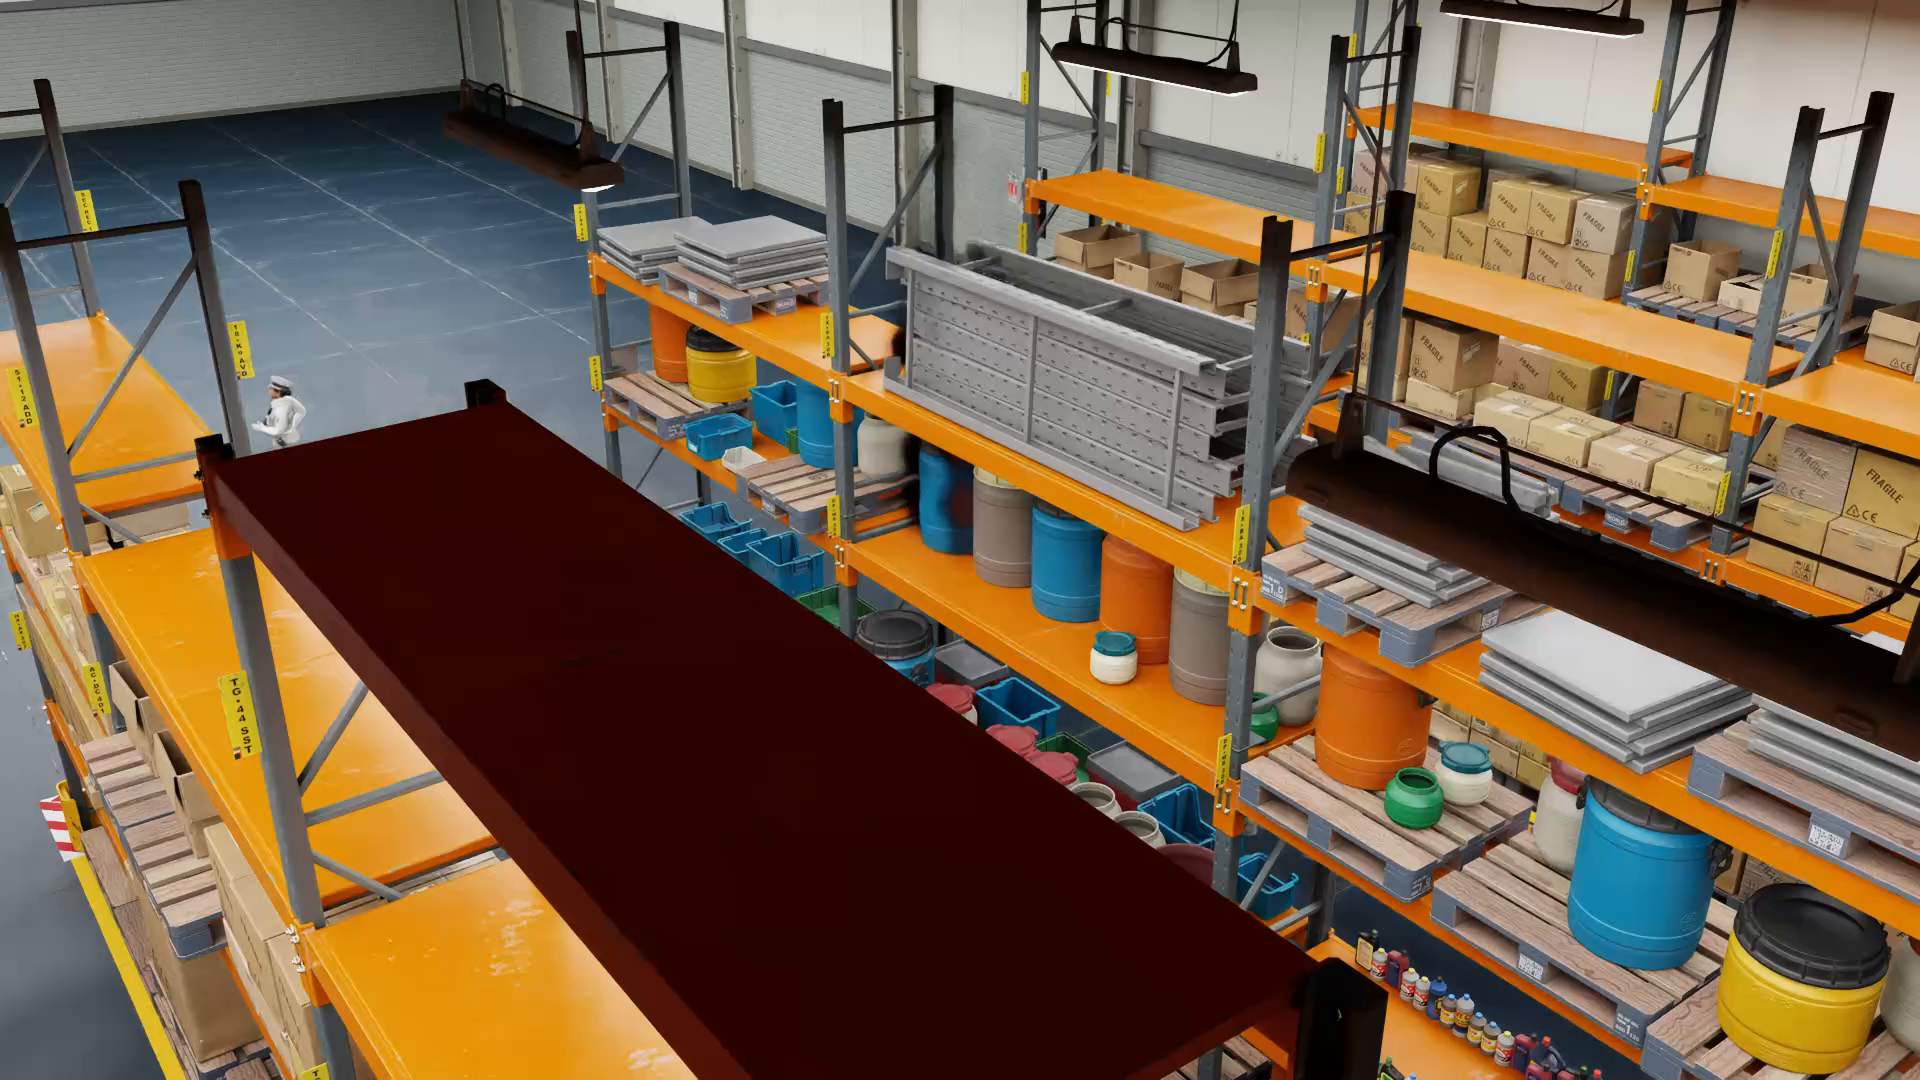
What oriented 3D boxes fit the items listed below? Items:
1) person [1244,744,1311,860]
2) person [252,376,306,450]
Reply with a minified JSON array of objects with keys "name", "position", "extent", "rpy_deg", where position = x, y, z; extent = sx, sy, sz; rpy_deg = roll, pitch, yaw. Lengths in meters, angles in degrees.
[{"name":"person","position":[2.498,1.644,12.731],"extent":[0.872,1.735,0.605],"rpy_deg":[22,33,39]},{"name":"person","position":[-7.817,-1.116,19.346],"extent":[0.933,1.675,0.617],"rpy_deg":[-6,26,-13]}]
